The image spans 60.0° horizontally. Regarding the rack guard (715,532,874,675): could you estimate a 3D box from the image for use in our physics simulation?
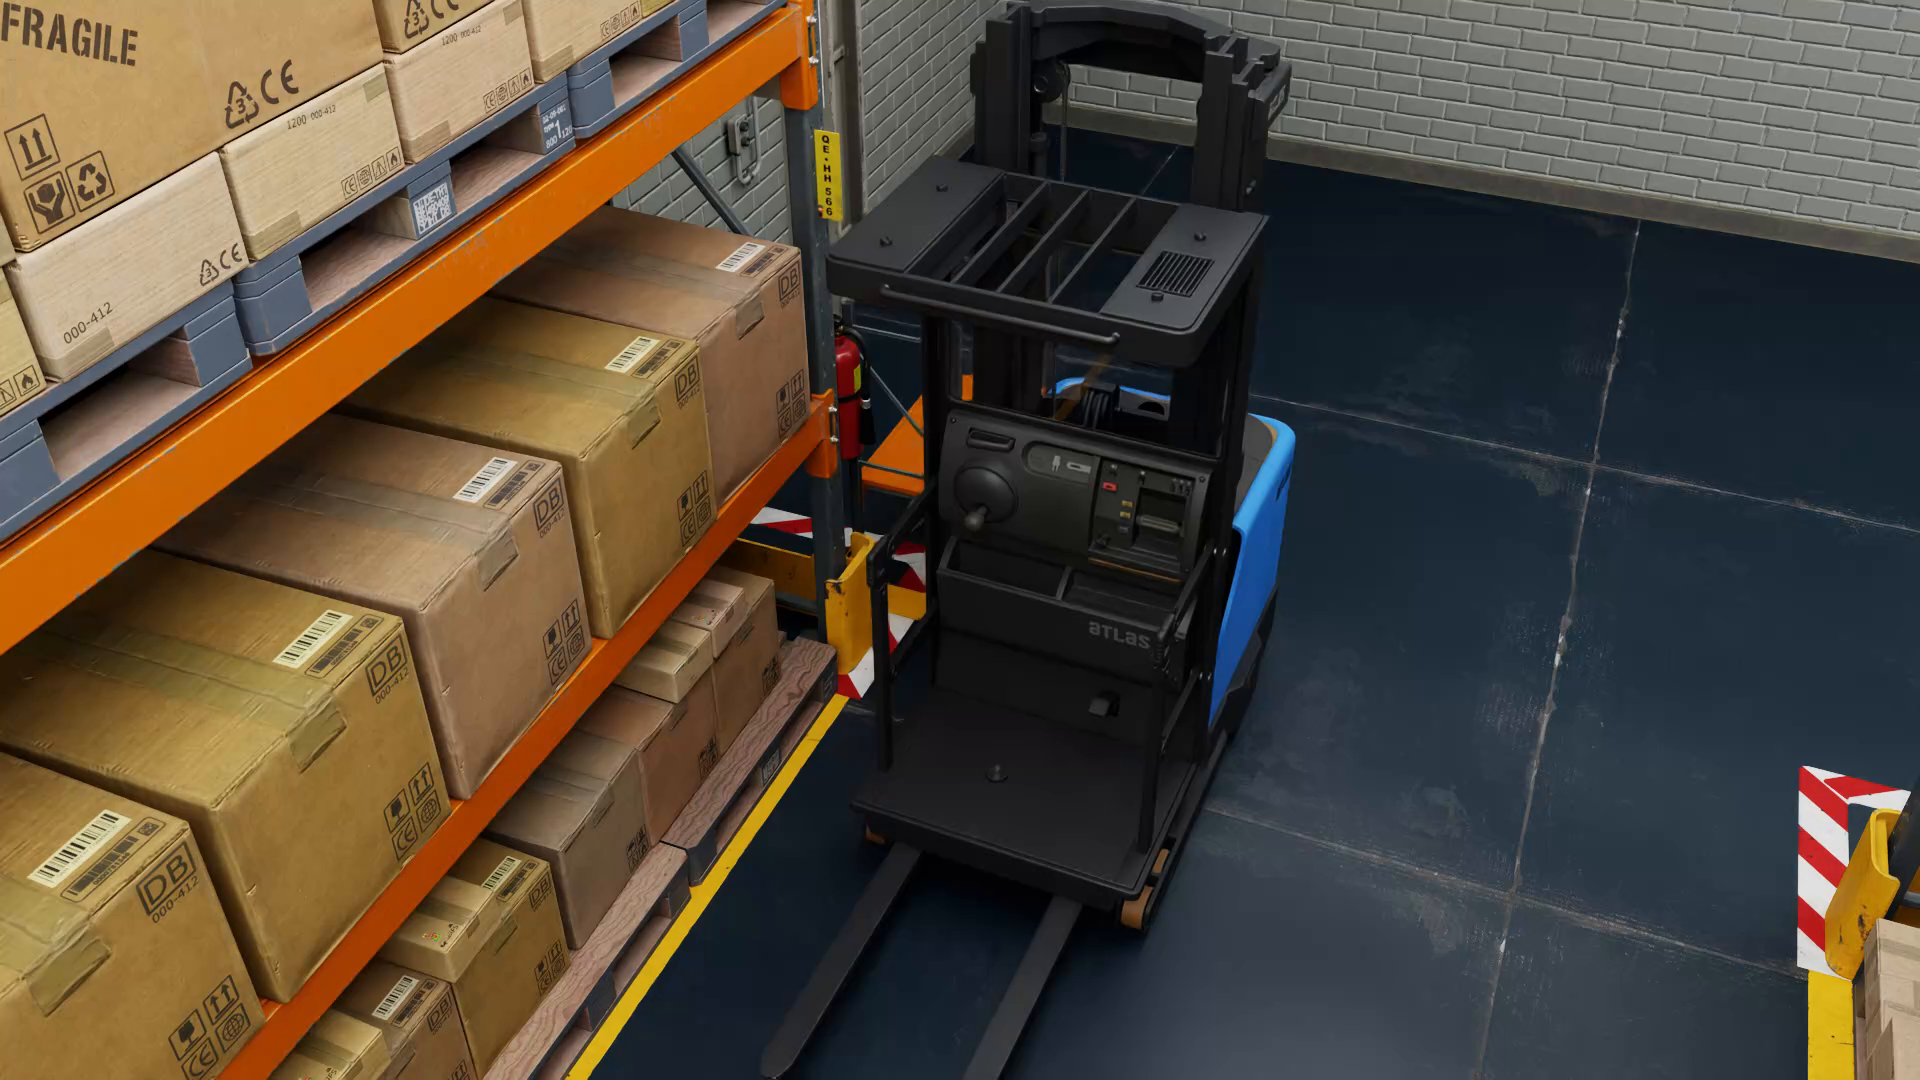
[{"bbox_3d":[-0.946,0.152,7.128,1.175,0.500,0.348,14,39,18],"label":"rack guard"}]

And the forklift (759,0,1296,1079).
[{"bbox_3d":[0.287,-0.088,5.420,1.130,2.935,3.031,15,39,19],"label":"forklift"}]

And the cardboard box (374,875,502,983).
[{"bbox_3d":[-1.600,1.125,4.935,0.380,0.149,0.250,13,39,16],"label":"cardboard box"}]

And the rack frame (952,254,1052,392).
[{"bbox_3d":[0.161,-0.835,7.614,0.500,1.500,0.032,14,39,18],"label":"rack frame"}]

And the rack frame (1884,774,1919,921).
[{"bbox_3d":[3.628,0.291,4.855,1.000,3.000,0.127,14,39,18],"label":"rack frame"}]

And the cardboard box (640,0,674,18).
[{"bbox_3d":[-0.988,-1.719,4.730,0.500,0.250,0.500,15,39,19],"label":"cardboard box"}]

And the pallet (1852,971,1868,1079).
[{"bbox_3d":[3.296,1.892,5.043,1.003,0.211,1.213,14,39,18],"label":"pallet"}]

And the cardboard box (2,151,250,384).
[{"bbox_3d":[-1.763,-0.572,3.195,0.500,0.250,0.500,13,39,17],"label":"cardboard box"}]

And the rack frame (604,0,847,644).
[{"bbox_3d":[-0.955,-0.835,6.362,1.000,3.000,0.127,14,39,18],"label":"rack frame"}]

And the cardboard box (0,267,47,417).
[{"bbox_3d":[-1.970,-0.293,2.822,0.500,0.250,0.500,14,39,18],"label":"cardboard box"}]

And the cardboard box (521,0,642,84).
[{"bbox_3d":[-1.185,-1.431,4.344,0.500,0.250,0.500,12,39,16],"label":"cardboard box"}]

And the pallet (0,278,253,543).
[{"bbox_3d":[-2.156,-0.237,3.131,1.003,0.211,1.213,14,39,18],"label":"pallet"}]

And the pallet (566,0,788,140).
[{"bbox_3d":[-1.227,-1.588,4.938,1.003,0.211,1.213,14,39,18],"label":"pallet"}]

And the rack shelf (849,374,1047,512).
[{"bbox_3d":[-0.032,-0.409,7.345,0.538,0.185,1.000,14,39,18],"label":"rack shelf"}]

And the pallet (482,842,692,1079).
[{"bbox_3d":[-1.652,1.415,5.681,1.003,0.211,1.213,14,39,18],"label":"pallet"}]

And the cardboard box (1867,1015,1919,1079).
[{"bbox_3d":[2.968,1.729,4.860,0.500,0.250,0.500,14,39,18],"label":"cardboard box"}]

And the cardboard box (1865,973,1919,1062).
[{"bbox_3d":[3.055,1.541,5.181,0.380,0.166,0.250,14,39,18],"label":"cardboard box"}]

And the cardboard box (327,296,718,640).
[{"bbox_3d":[-1.406,-0.266,5.349,0.980,0.700,0.700,14,39,17],"label":"cardboard box"}]

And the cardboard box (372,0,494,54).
[{"bbox_3d":[-1.372,-1.453,3.747,0.500,0.500,0.500,12,38,16],"label":"cardboard box"}]

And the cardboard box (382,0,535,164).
[{"bbox_3d":[-1.378,-1.142,3.957,0.500,0.250,0.500,13,39,16],"label":"cardboard box"}]

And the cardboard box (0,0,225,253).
[{"bbox_3d":[-1.756,-0.888,2.991,0.500,0.500,0.500,13,39,17],"label":"cardboard box"}]

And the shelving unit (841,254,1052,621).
[{"bbox_3d":[-0.029,-0.559,7.245,0.587,1.500,1.083,14,39,18],"label":"shelving unit"}]

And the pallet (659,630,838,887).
[{"bbox_3d":[-1.187,0.742,6.581,1.003,0.211,1.213,14,39,18],"label":"pallet"}]

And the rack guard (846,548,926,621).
[{"bbox_3d":[-0.218,0.218,7.250,0.587,0.250,0.087,14,39,18],"label":"rack guard"}]

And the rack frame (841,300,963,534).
[{"bbox_3d":[-0.226,-0.272,6.861,0.500,1.500,0.032,14,39,18],"label":"rack frame"}]

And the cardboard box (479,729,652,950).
[{"bbox_3d":[-1.510,0.964,5.693,0.700,0.500,0.500,13,39,16],"label":"cardboard box"}]

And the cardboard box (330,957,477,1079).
[{"bbox_3d":[-1.903,1.544,4.916,0.700,0.500,0.500,13,39,17],"label":"cardboard box"}]

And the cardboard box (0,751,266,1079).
[{"bbox_3d":[-2.255,0.962,3.706,0.980,0.700,0.700,14,39,18],"label":"cardboard box"}]

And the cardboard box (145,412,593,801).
[{"bbox_3d":[-1.705,0.154,4.787,0.980,0.700,0.700,12,38,16],"label":"cardboard box"}]

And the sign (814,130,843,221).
[{"bbox_3d":[-0.458,-1.263,5.769,0.100,0.325,0.005,14,39,18],"label":"sign"}]

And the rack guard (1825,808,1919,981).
[{"bbox_3d":[3.599,1.334,5.547,1.175,0.500,0.348,14,39,18],"label":"rack guard"}]

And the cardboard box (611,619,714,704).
[{"bbox_3d":[-1.106,0.402,5.902,0.380,0.149,0.250,15,39,19],"label":"cardboard box"}]

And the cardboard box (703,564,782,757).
[{"bbox_3d":[-1.129,0.408,6.436,0.700,0.500,0.500,14,39,18],"label":"cardboard box"}]

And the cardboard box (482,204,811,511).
[{"bbox_3d":[-1.140,-0.671,5.892,0.980,0.700,0.700,16,40,20],"label":"cardboard box"}]

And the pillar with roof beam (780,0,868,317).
[{"bbox_3d":[3.254,-3.950,5.518,9.100,9.000,0.400,14,39,18],"label":"pillar with roof beam"}]

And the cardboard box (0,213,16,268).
[{"bbox_3d":[-1.946,-0.602,2.609,0.500,0.500,0.500,13,39,17],"label":"cardboard box"}]

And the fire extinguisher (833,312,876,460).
[{"bbox_3d":[-0.471,-0.634,6.468,0.296,0.674,0.183,14,39,18],"label":"fire extinguisher"}]

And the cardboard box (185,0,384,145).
[{"bbox_3d":[-1.573,-1.162,3.359,0.500,0.500,0.500,14,39,18],"label":"cardboard box"}]

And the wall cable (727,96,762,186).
[{"bbox_3d":[-1.342,-2.167,7.295,0.084,1.984,1.851,14,39,18],"label":"wall cable"}]

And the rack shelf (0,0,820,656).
[{"bbox_3d":[-1.716,-0.641,4.198,1.077,0.370,4.000,14,39,18],"label":"rack shelf"}]

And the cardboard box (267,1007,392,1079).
[{"bbox_3d":[-1.798,1.414,4.549,0.380,0.149,0.250,15,39,19],"label":"cardboard box"}]

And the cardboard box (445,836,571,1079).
[{"bbox_3d":[-1.706,1.260,5.295,0.700,0.500,0.500,15,39,19],"label":"cardboard box"}]

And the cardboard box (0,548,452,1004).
[{"bbox_3d":[-1.972,0.559,4.245,0.980,0.700,0.700,13,39,17],"label":"cardboard box"}]

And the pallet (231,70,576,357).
[{"bbox_3d":[-1.690,-0.910,4.031,1.003,0.211,1.213,14,39,18],"label":"pallet"}]

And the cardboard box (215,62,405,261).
[{"bbox_3d":[-1.575,-0.858,3.577,0.500,0.250,0.500,13,39,17],"label":"cardboard box"}]

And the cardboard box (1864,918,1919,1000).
[{"bbox_3d":[3.151,1.410,5.372,0.380,0.149,0.250,14,39,18],"label":"cardboard box"}]

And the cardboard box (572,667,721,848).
[{"bbox_3d":[-1.319,0.685,6.065,0.700,0.500,0.500,14,39,18],"label":"cardboard box"}]

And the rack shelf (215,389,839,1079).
[{"bbox_3d":[-1.716,0.560,5.096,1.077,0.370,4.000,14,39,18],"label":"rack shelf"}]

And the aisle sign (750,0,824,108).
[{"bbox_3d":[-0.650,-1.848,5.546,0.394,0.787,0.004,14,39,18],"label":"aisle sign"}]

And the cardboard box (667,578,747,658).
[{"bbox_3d":[-1.009,0.261,6.091,0.380,0.149,0.250,13,39,17],"label":"cardboard box"}]
